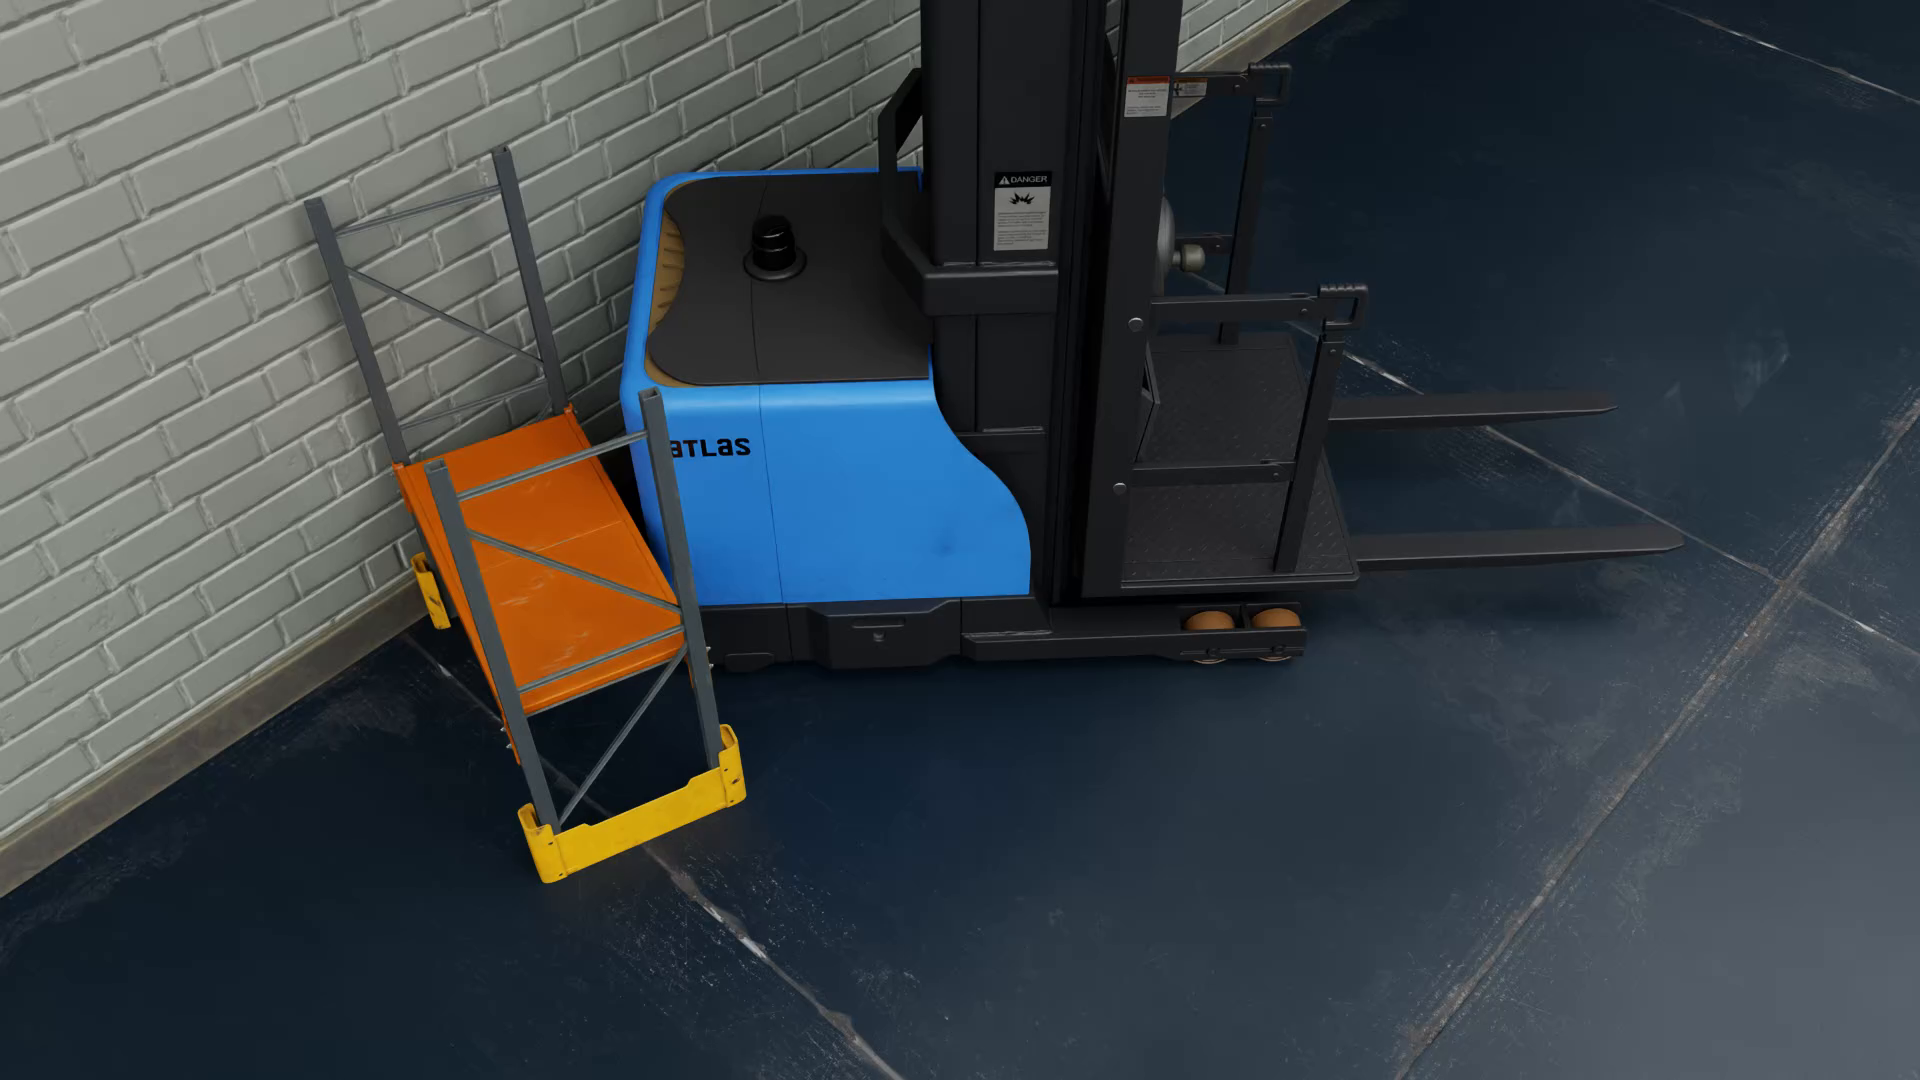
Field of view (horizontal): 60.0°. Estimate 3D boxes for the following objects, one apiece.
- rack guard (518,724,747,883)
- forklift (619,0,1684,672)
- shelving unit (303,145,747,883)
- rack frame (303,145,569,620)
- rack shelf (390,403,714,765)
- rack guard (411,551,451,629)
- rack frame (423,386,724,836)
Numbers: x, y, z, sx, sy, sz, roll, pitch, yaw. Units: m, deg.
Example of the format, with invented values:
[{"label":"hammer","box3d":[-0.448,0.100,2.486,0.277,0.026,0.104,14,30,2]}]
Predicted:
[{"label":"rack guard","box3d":[-0.860,0.700,4.421,0.587,0.250,0.087,-21,50,-19]},{"label":"forklift","box3d":[0.622,-1.025,4.202,3.031,2.935,1.130,-2,47,-2]},{"label":"shelving unit","box3d":[-1.096,-0.047,4.266,0.587,1.500,1.083,-21,50,-19]},{"label":"rack frame","box3d":[-1.333,-0.368,4.567,0.500,1.500,0.032,-21,50,-19]},{"label":"rack shelf","box3d":[-1.092,0.082,4.391,0.538,0.185,1.000,-21,50,-19]},{"label":"rack guard","box3d":[-1.332,0.061,5.021,0.587,0.250,0.087,-21,50,-19]},{"label":"rack frame","box3d":[-0.851,0.285,3.954,0.500,1.500,0.032,-21,50,-19]}]
